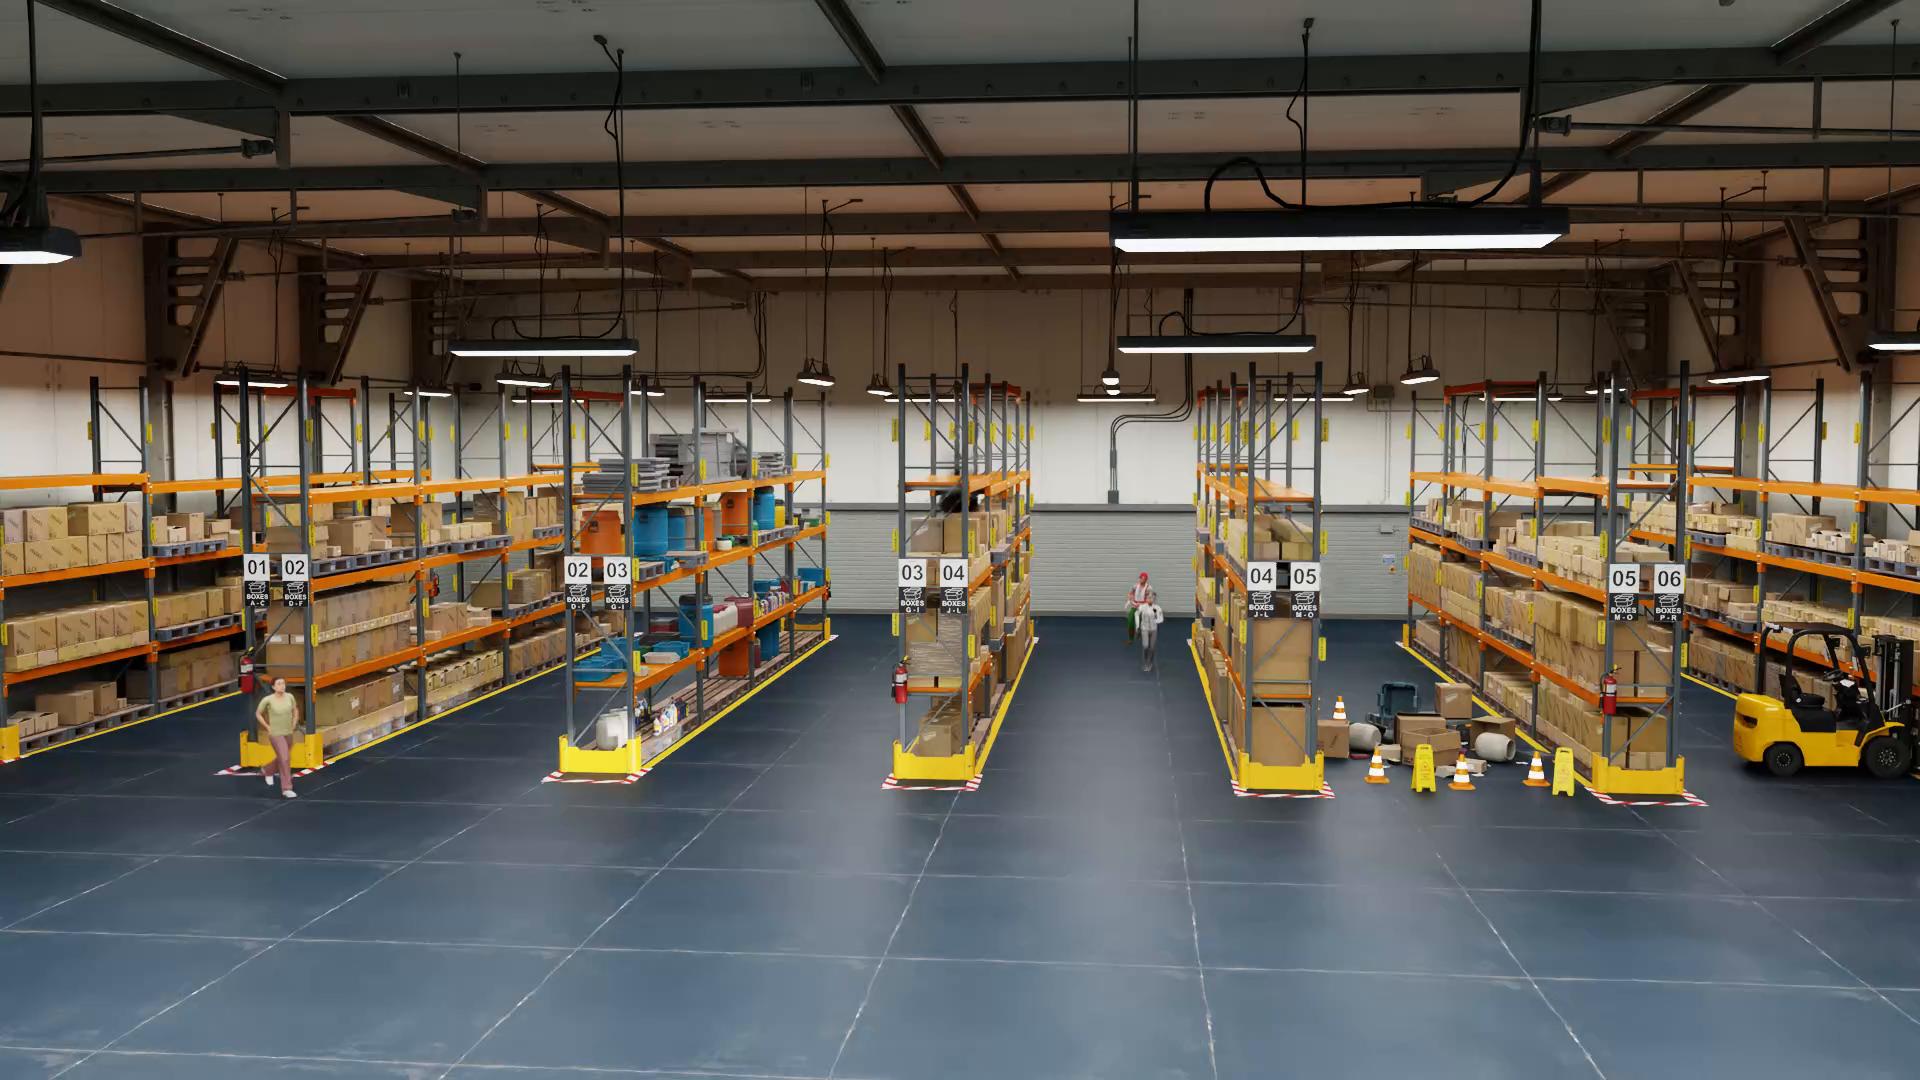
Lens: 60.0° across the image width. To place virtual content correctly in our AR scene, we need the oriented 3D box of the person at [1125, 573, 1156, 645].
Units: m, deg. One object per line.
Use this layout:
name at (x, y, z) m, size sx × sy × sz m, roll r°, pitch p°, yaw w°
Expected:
person at (4.291, 1.623, 39.380) m, size 0.705 × 1.719 × 0.610 m, roll 2°, pitch 4°, yaw 28°

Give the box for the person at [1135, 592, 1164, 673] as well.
person at (3.972, 1.927, 34.857) m, size 0.572 × 1.714 × 0.771 m, roll 0°, pitch 4°, yaw 1°

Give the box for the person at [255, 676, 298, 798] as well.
person at (-9.411, 2.687, 22.959) m, size 0.829 × 1.662 × 0.578 m, roll 3°, pitch 5°, yaw 39°
